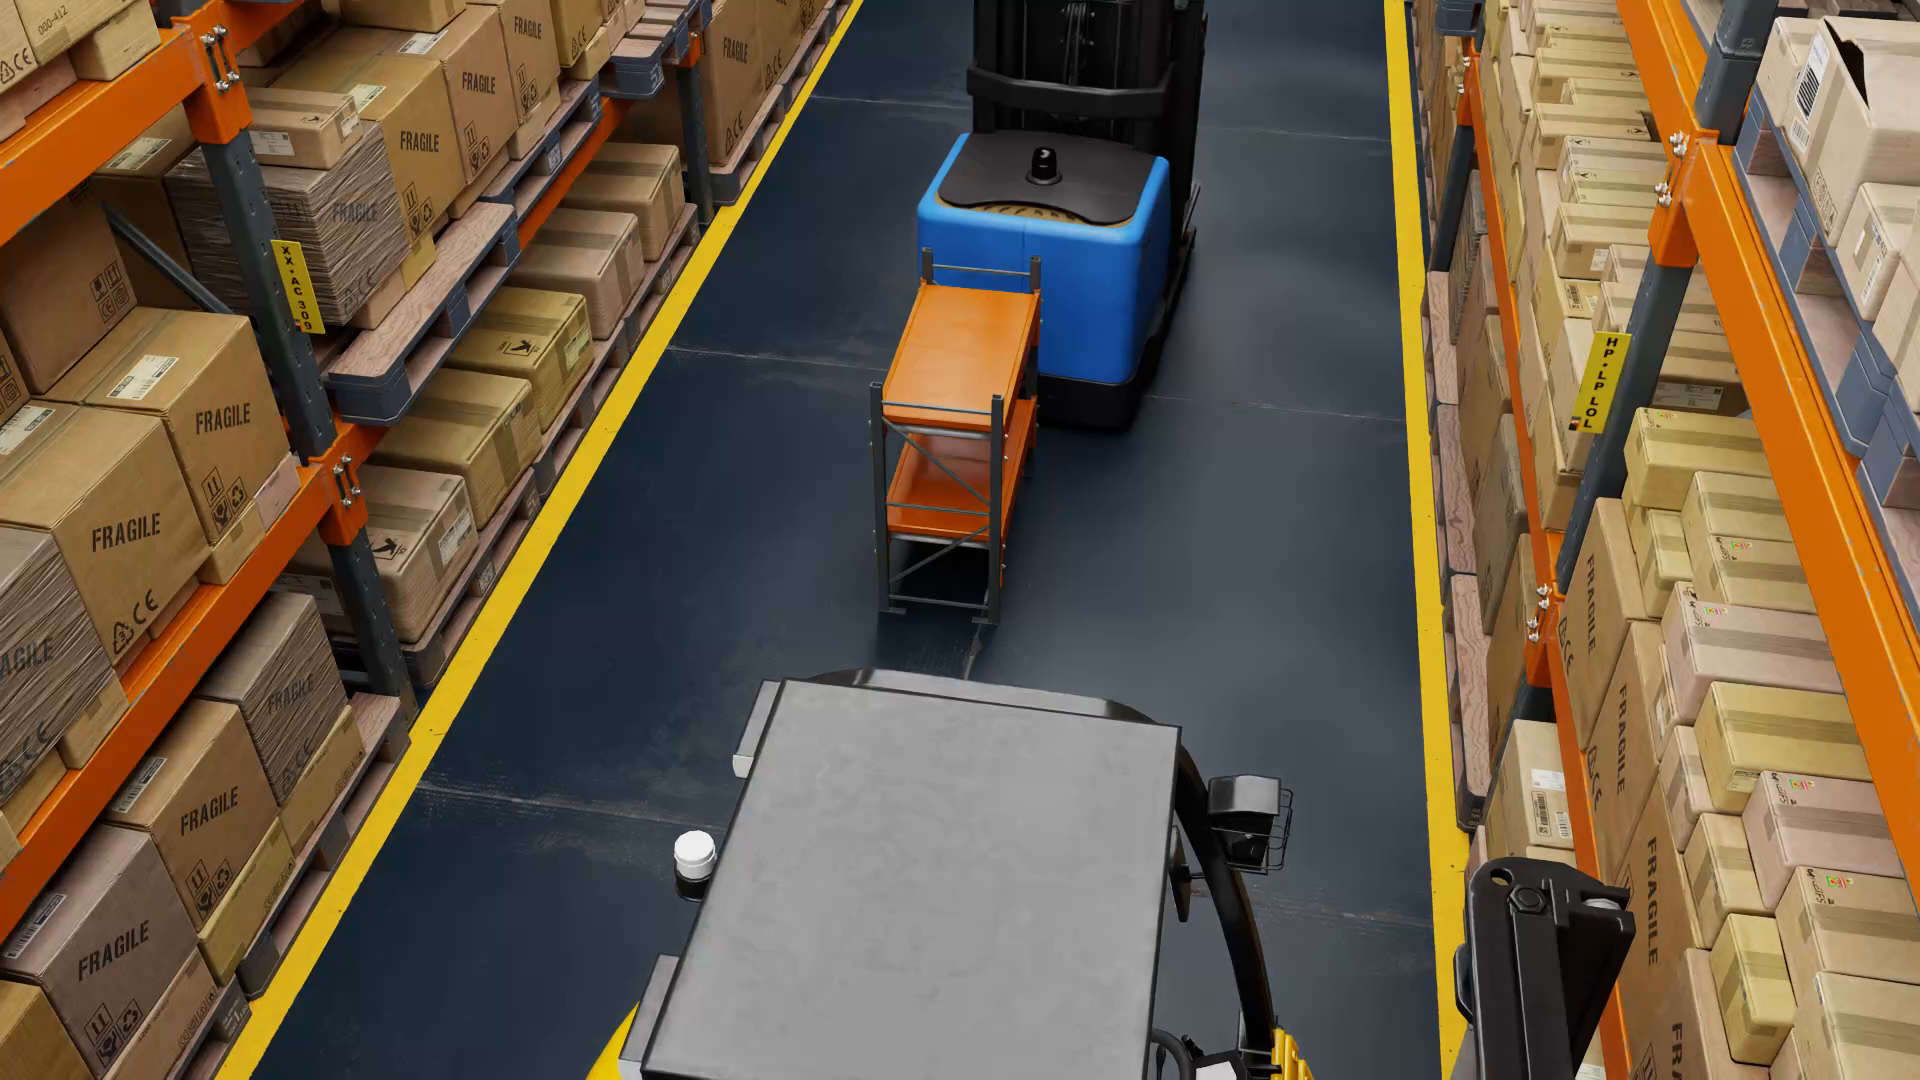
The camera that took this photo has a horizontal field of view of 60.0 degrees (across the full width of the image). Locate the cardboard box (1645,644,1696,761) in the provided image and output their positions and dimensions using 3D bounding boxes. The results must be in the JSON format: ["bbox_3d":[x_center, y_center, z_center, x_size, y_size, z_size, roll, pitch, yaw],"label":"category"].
[{"bbox_3d":[1.805,0.398,3.827,0.380,0.149,0.250,7,40,9],"label":"cardboard box"}]

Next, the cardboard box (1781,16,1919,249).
[{"bbox_3d":[1.912,-0.787,3.156,0.500,0.311,0.500,7,40,9],"label":"cardboard box"}]

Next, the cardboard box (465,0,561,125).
[{"bbox_3d":[-1.967,-2.030,6.709,0.500,0.500,0.500,5,40,6],"label":"cardboard box"}]

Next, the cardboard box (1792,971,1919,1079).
[{"bbox_3d":[1.718,0.936,2.943,0.380,0.149,0.250,7,40,8],"label":"cardboard box"}]

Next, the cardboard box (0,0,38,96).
[{"bbox_3d":[-2.492,-1.094,3.750,0.500,0.250,0.500,6,40,7],"label":"cardboard box"}]

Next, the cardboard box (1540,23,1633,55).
[{"bbox_3d":[2.532,-1.933,6.647,0.380,0.149,0.250,7,40,8],"label":"cardboard box"}]

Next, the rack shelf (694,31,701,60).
[{"bbox_3d":[-1.556,-3.993,10.291,1.077,0.370,4.000,6,40,8],"label":"rack shelf"}]

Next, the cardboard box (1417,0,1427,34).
[{"bbox_3d":[3.292,-3.565,10.840,0.500,0.500,0.500,6,40,7],"label":"cardboard box"}]

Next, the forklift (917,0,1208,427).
[{"bbox_3d":[0.666,-2.602,8.098,1.130,2.935,3.031,10,41,11],"label":"forklift"}]

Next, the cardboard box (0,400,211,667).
[{"bbox_3d":[-2.508,-0.028,4.618,0.500,0.500,0.500,8,40,9],"label":"cardboard box"}]

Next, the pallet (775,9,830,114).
[{"bbox_3d":[-1.478,-3.191,10.944,1.003,0.211,1.213,6,40,8],"label":"pallet"}]

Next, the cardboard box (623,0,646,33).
[{"bbox_3d":[-1.701,-2.510,7.799,0.380,0.149,0.250,6,40,7],"label":"cardboard box"}]

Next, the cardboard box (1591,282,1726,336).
[{"bbox_3d":[2.163,-0.652,5.097,0.380,0.149,0.250,6,40,7],"label":"cardboard box"}]

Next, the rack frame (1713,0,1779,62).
[{"bbox_3d":[2.296,-2.272,2.936,1.000,3.000,0.127,6,40,8],"label":"rack frame"}]

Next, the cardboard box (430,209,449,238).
[{"bbox_3d":[-2.161,-1.224,6.244,0.380,0.149,0.250,9,40,11],"label":"cardboard box"}]

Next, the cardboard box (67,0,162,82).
[{"bbox_3d":[-2.348,-1.333,4.351,0.380,0.149,0.250,7,40,8],"label":"cardboard box"}]

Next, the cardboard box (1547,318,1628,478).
[{"bbox_3d":[2.129,-0.431,5.143,0.500,0.250,0.500,6,40,7],"label":"cardboard box"}]

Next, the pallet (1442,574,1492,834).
[{"bbox_3d":[2.385,0.648,6.301,1.003,0.211,1.213,6,40,8],"label":"pallet"}]

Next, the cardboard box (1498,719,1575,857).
[{"bbox_3d":[1.903,0.821,4.946,0.500,0.250,0.500,6,40,7],"label":"cardboard box"}]

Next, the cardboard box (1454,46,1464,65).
[{"bbox_3d":[2.930,-2.592,9.154,0.380,0.149,0.250,5,40,6],"label":"cardboard box"}]

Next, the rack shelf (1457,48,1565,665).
[{"bbox_3d":[2.642,-0.938,6.595,1.077,0.370,4.000,6,40,8],"label":"rack shelf"}]

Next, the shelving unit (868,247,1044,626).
[{"bbox_3d":[0.001,-0.438,6.897,0.538,1.125,1.048,6,40,8],"label":"shelving unit"}]

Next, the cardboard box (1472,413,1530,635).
[{"bbox_3d":[2.517,-0.022,6.456,0.875,0.625,0.625,6,40,7],"label":"cardboard box"}]

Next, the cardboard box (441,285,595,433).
[{"bbox_3d":[-2.266,-0.872,7.683,0.950,0.372,0.625,8,40,9],"label":"cardboard box"}]

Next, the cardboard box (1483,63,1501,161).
[{"bbox_3d":[2.578,-1.846,7.247,0.500,0.250,0.500,6,40,7],"label":"cardboard box"}]

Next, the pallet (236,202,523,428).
[{"bbox_3d":[-2.318,-0.895,6.129,1.003,0.211,1.213,6,40,8],"label":"pallet"}]

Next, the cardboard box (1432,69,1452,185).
[{"bbox_3d":[2.946,-2.271,9.275,0.500,0.500,0.500,6,40,7],"label":"cardboard box"}]

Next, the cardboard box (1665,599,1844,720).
[{"bbox_3d":[1.811,0.289,3.725,0.380,0.149,0.250,7,40,9],"label":"cardboard box"}]

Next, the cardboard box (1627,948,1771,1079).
[{"bbox_3d":[1.693,1.211,3.353,0.500,0.500,0.500,7,40,8],"label":"cardboard box"}]

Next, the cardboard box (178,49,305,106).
[{"bbox_3d":[-2.655,-1.447,6.004,0.500,0.500,0.500,7,40,8],"label":"cardboard box"}]

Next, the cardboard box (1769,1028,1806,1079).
[{"bbox_3d":[1.717,1.059,3.028,0.380,0.149,0.250,6,40,7],"label":"cardboard box"}]

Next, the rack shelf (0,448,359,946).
[{"bbox_3d":[-2.940,1.027,4.218,1.077,0.370,4.000,6,40,8],"label":"rack shelf"}]

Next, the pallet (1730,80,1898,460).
[{"bbox_3d":[2.174,-0.544,3.269,1.003,0.211,1.213,6,40,8],"label":"pallet"}]

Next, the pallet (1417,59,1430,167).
[{"bbox_3d":[3.368,-2.624,10.258,1.003,0.211,1.213,6,40,8],"label":"pallet"}]

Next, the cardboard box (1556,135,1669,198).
[{"bbox_3d":[2.328,-1.293,5.872,0.380,0.149,0.250,7,40,8],"label":"cardboard box"}]

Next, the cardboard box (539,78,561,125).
[{"bbox_3d":[-1.917,-1.868,7.023,0.380,0.149,0.250,5,40,6],"label":"cardboard box"}]

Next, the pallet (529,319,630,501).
[{"bbox_3d":[-2.252,-0.687,7.916,1.003,0.211,1.213,6,40,8],"label":"pallet"}]

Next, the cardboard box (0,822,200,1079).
[{"bbox_3d":[-2.605,1.144,4.752,0.500,0.500,0.500,8,40,10],"label":"cardboard box"}]

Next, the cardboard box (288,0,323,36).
[{"bbox_3d":[-2.606,-1.993,6.157,0.380,0.149,0.250,5,40,6],"label":"cardboard box"}]

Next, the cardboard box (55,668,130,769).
[{"bbox_3d":[-2.522,0.465,4.531,0.380,0.149,0.250,6,40,7],"label":"cardboard box"}]

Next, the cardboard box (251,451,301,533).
[{"bbox_3d":[-2.349,-0.173,5.302,0.380,0.149,0.250,6,40,7],"label":"cardboard box"}]

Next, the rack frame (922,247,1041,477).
[{"bbox_3d":[0.089,-0.757,7.283,0.500,1.125,0.032,6,40,8],"label":"rack frame"}]

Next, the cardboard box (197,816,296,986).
[{"bbox_3d":[-2.514,1.129,5.359,0.500,0.250,0.500,5,40,6],"label":"cardboard box"}]

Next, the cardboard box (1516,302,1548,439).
[{"bbox_3d":[2.207,-0.564,5.695,0.500,0.250,0.500,6,40,7],"label":"cardboard box"}]

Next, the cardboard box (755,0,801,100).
[{"bbox_3d":[-1.542,-3.342,10.276,0.875,0.875,0.875,7,40,8],"label":"cardboard box"}]

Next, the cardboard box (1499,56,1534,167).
[{"bbox_3d":[2.474,-1.713,6.694,0.500,0.250,0.500,5,40,7],"label":"cardboard box"}]
